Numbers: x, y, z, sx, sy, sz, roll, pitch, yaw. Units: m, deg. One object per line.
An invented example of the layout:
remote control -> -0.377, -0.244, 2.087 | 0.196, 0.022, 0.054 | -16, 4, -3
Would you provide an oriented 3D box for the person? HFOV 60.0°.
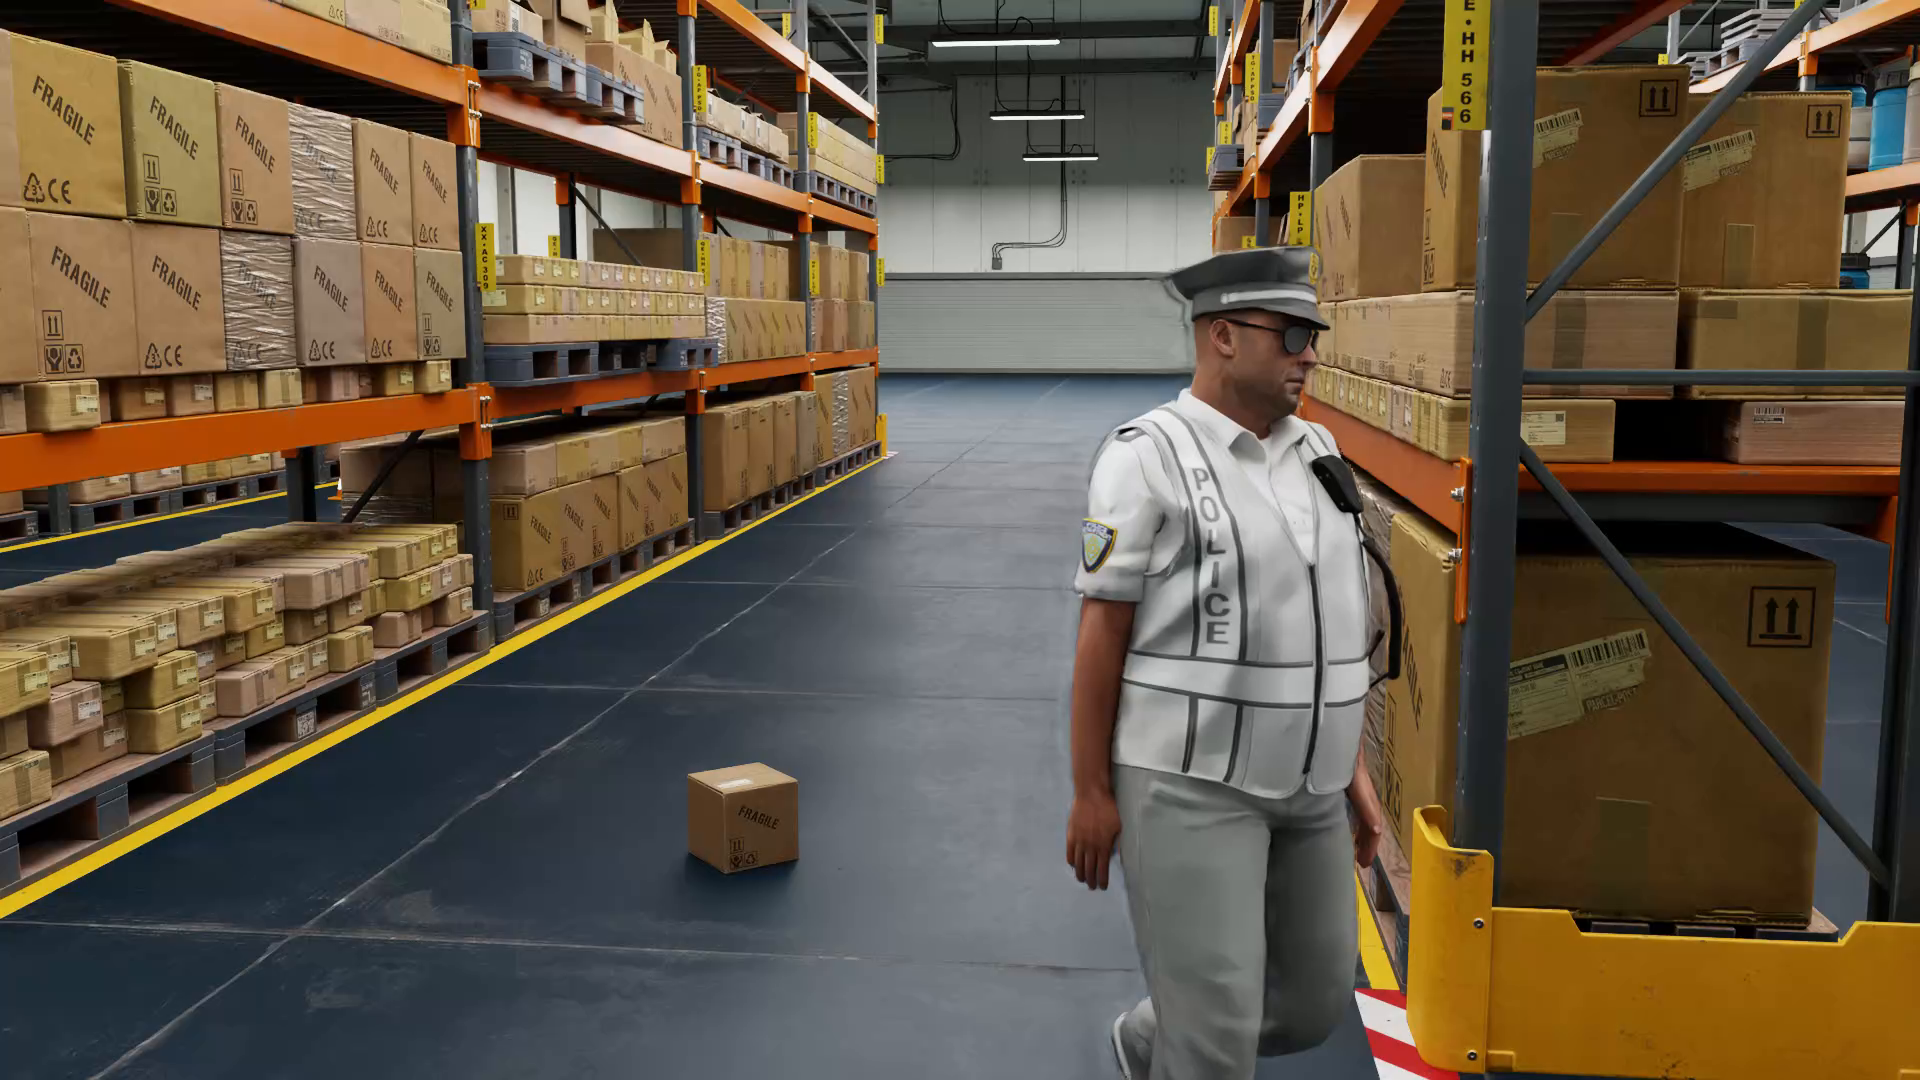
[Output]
person -> 0.449, 0.381, 2.804 | 0.551, 1.726, 0.783 | -5, 9, -32
